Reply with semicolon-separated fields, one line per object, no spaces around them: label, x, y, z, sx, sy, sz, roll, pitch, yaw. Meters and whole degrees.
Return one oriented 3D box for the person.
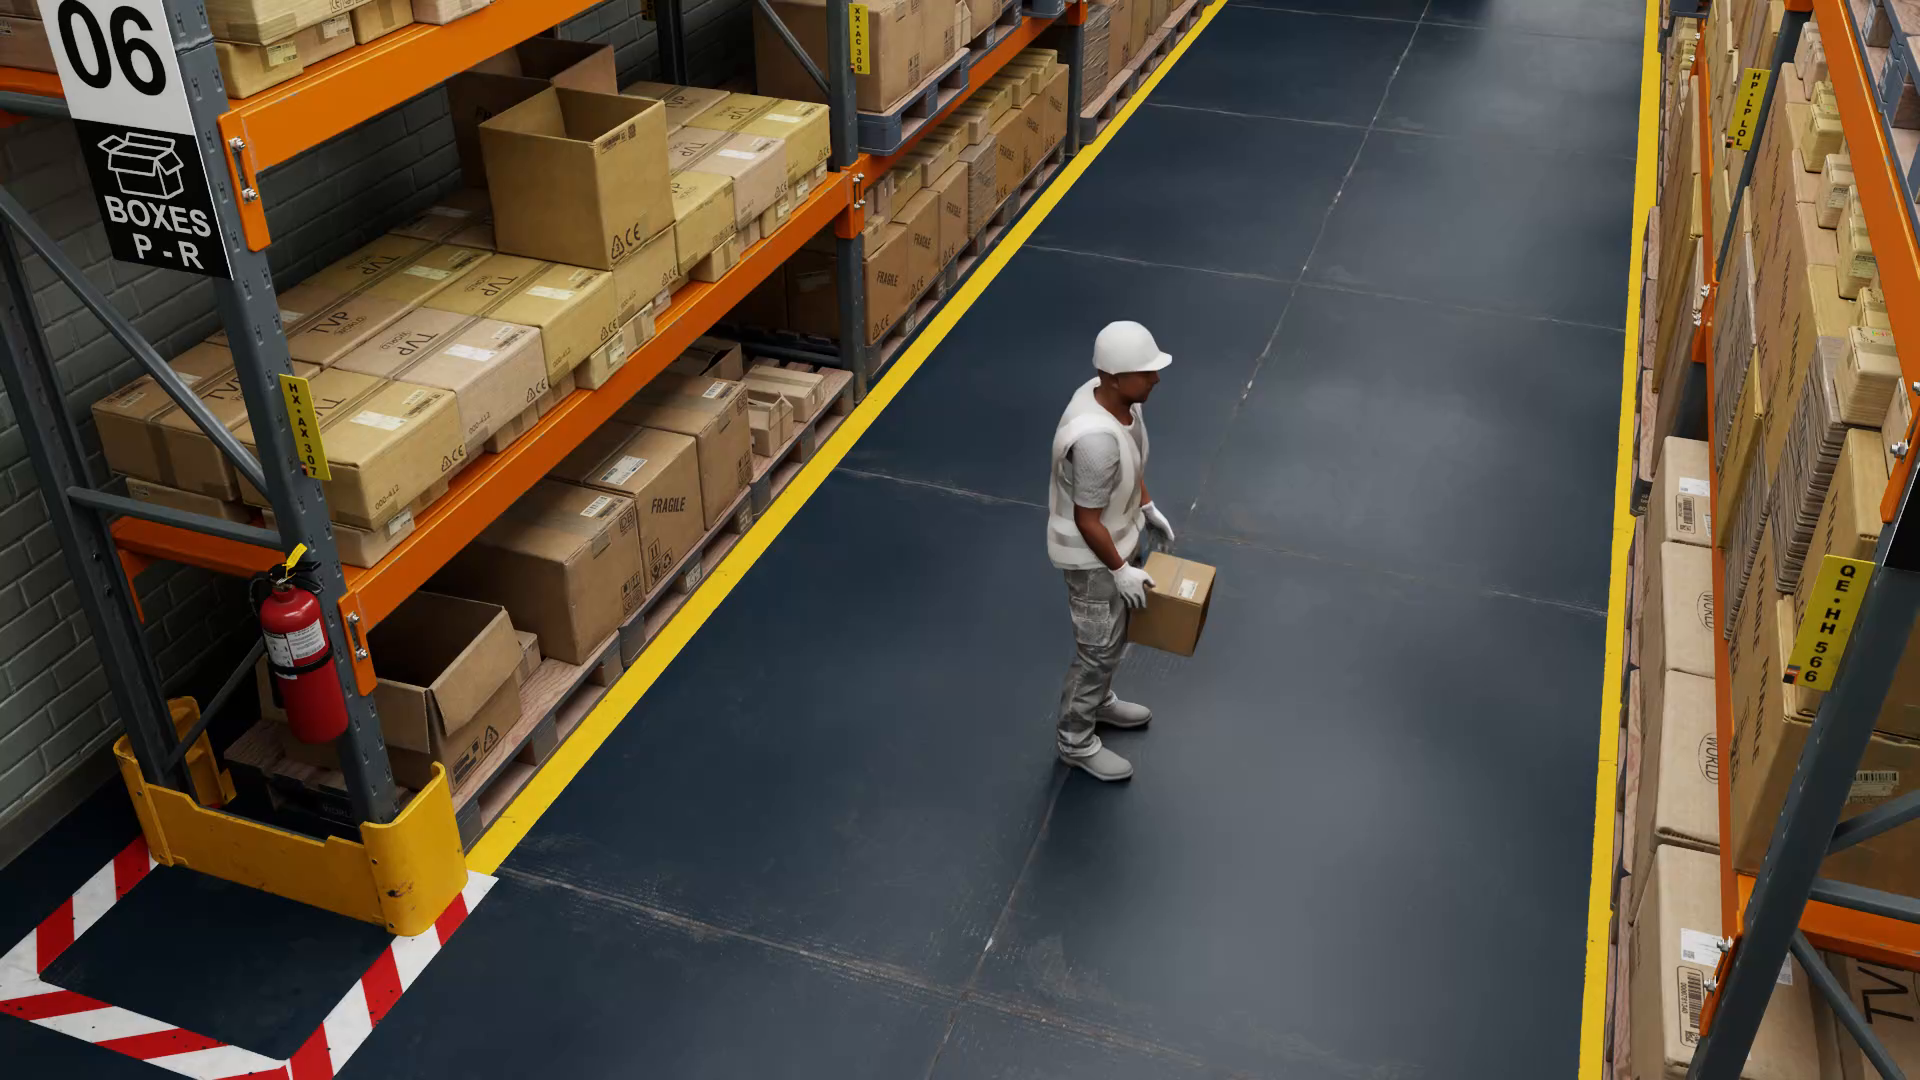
person;0.543;0.024;6.085;0.430;1.783;0.565;10;34;15
